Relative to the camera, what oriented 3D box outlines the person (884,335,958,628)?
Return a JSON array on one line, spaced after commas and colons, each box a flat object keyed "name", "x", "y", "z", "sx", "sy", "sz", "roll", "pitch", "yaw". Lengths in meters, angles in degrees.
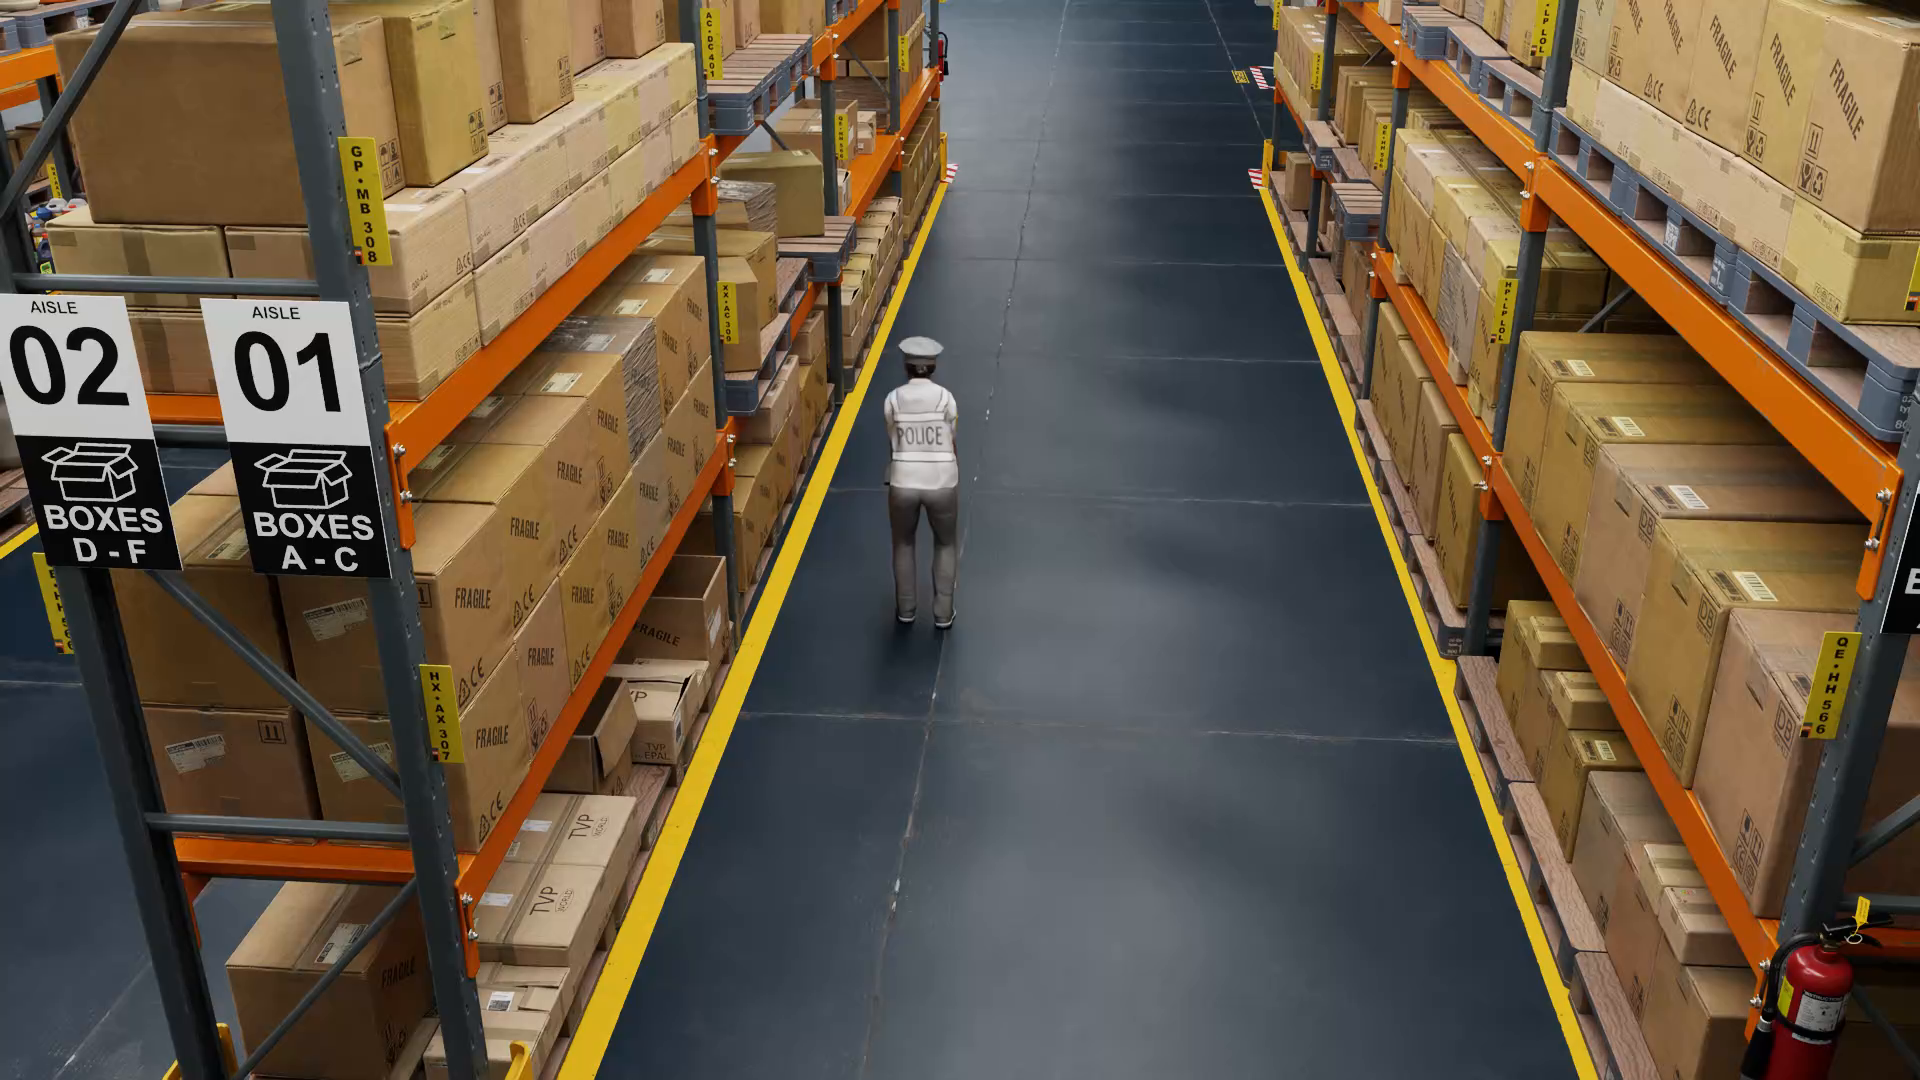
[{"name": "person", "x": -0.213, "y": -0.308, "z": 9.335, "sx": 0.413, "sy": 1.622, "sz": 0.563, "roll": 1, "pitch": 25, "yaw": 1}]
